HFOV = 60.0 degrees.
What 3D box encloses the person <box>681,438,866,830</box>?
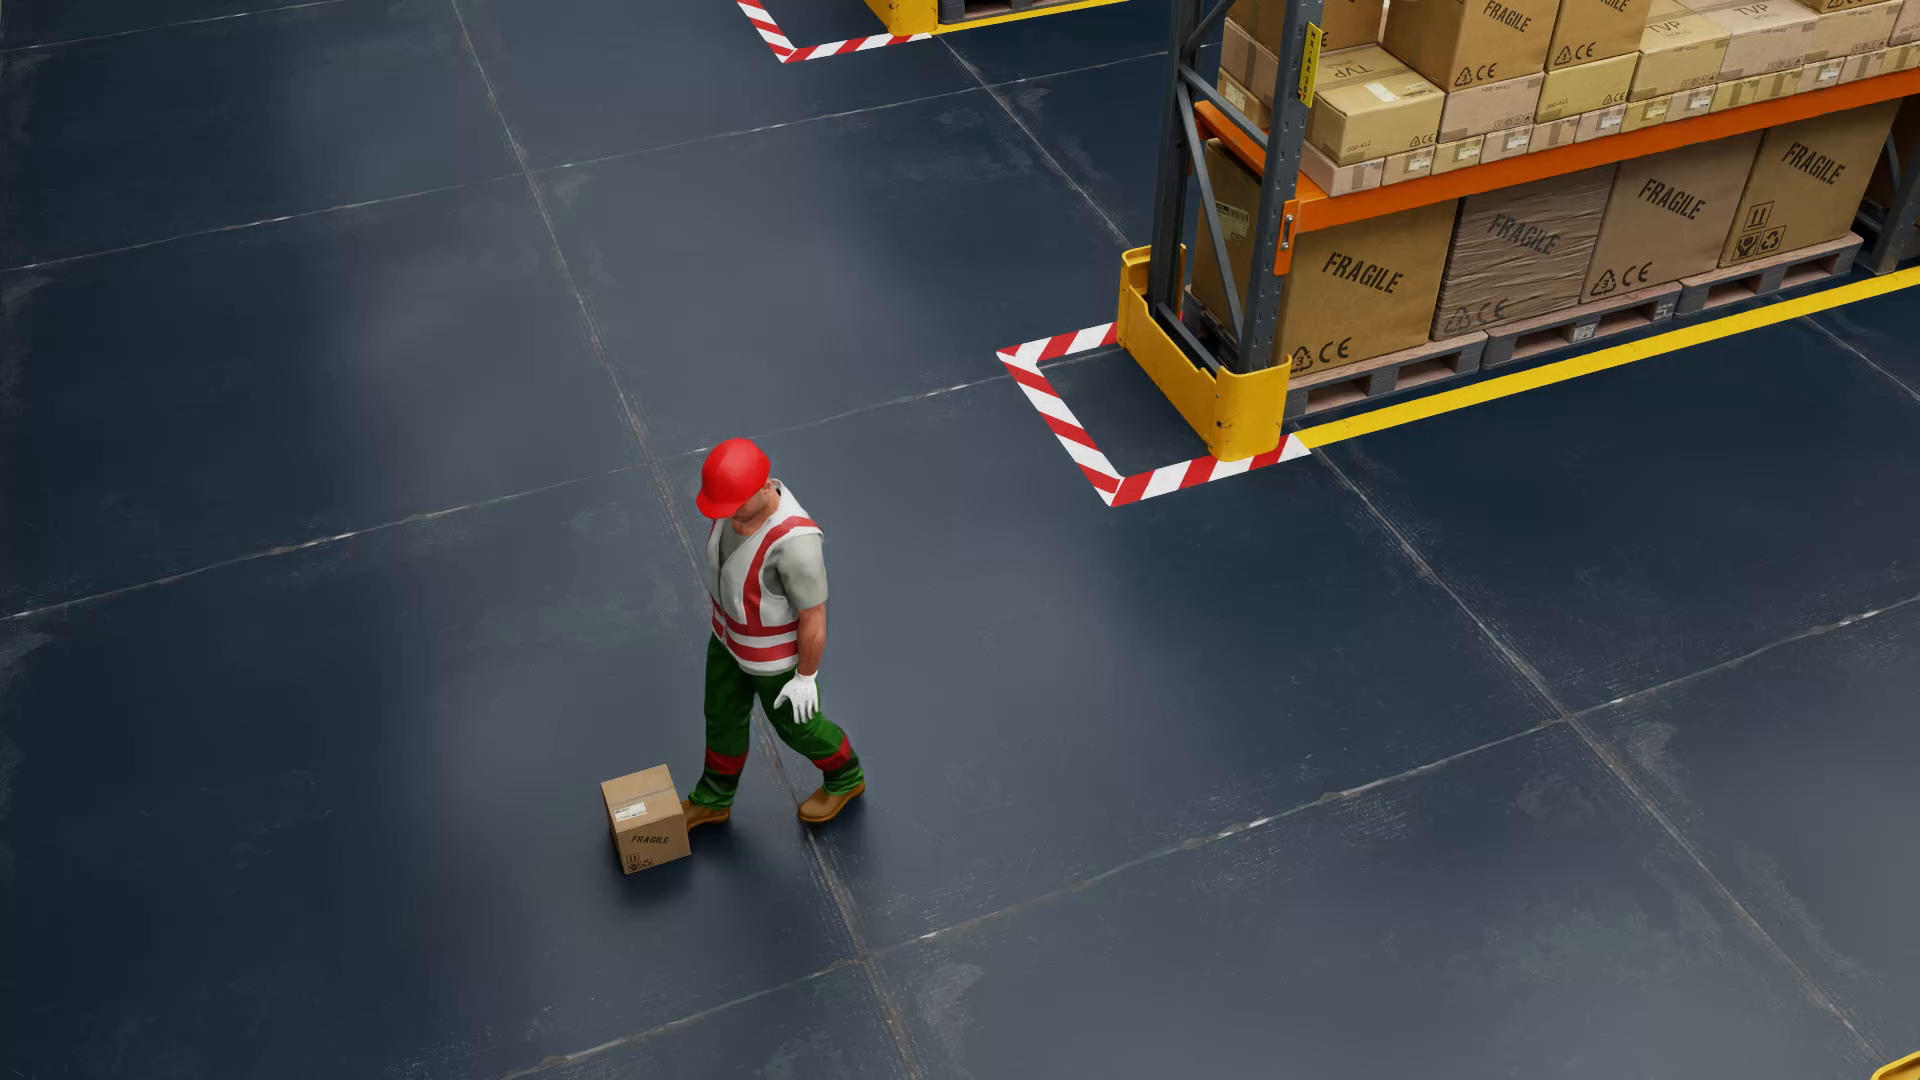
[{"bbox_3d":[-0.738,0.384,5.701,0.768,1.763,0.613,-25,47,-25],"label":"person"}]
